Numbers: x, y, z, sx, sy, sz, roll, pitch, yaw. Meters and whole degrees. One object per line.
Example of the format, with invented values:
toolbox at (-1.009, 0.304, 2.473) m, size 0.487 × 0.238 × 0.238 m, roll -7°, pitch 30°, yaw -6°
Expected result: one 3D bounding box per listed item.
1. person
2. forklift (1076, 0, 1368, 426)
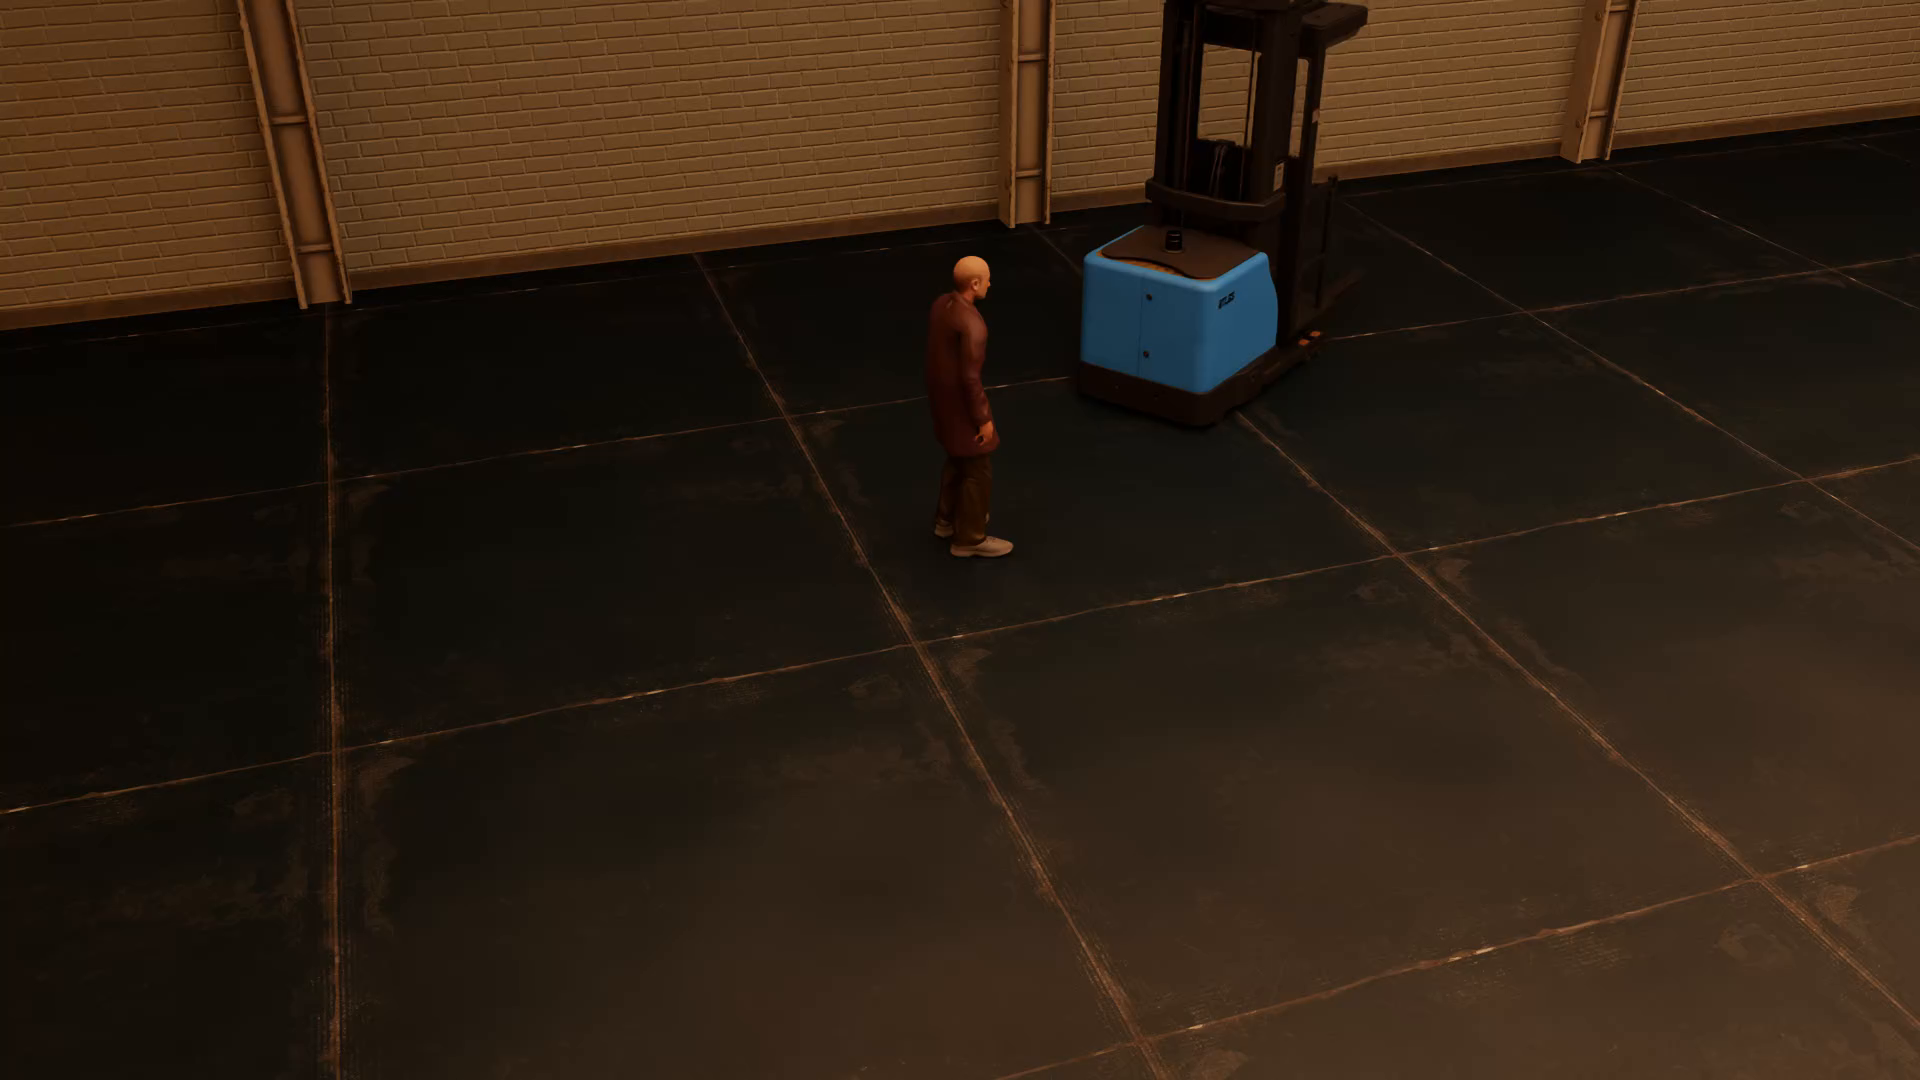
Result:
person at (0.027, -0.778, 9.600) m, size 0.431 × 1.773 × 0.644 m, roll -11°, pitch 32°, yaw -18°
forklift at (2.094, -2.718, 11.811) m, size 1.130 × 2.935 × 3.031 m, roll 20°, pitch 35°, yaw 31°
